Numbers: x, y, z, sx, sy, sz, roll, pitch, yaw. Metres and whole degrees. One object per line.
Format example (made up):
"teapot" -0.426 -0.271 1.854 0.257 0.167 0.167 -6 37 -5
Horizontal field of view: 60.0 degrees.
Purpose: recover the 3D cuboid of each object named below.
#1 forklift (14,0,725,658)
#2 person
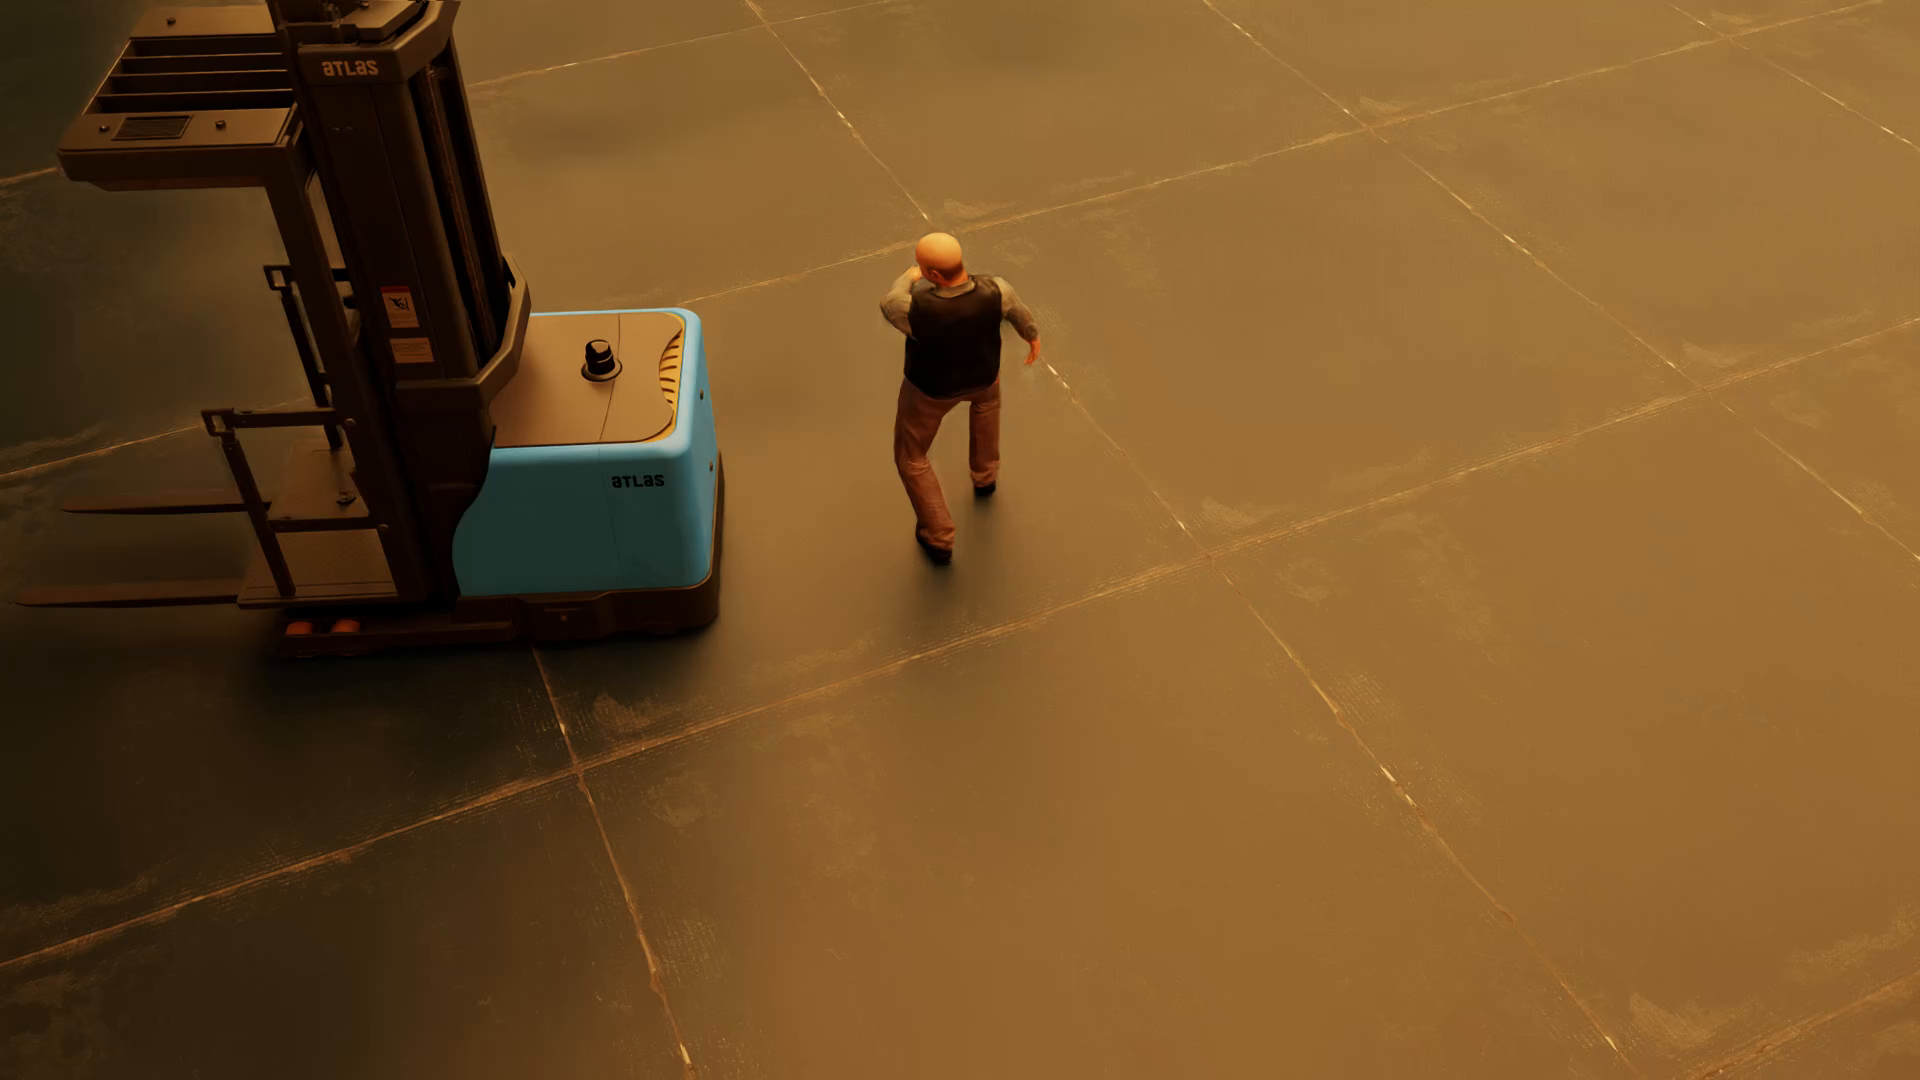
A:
"forklift" -2.617 -0.930 6.677 3.031 2.935 1.130 -3 43 -3
"person" 0.009 -0.806 7.515 0.758 1.608 0.842 -19 46 -19
